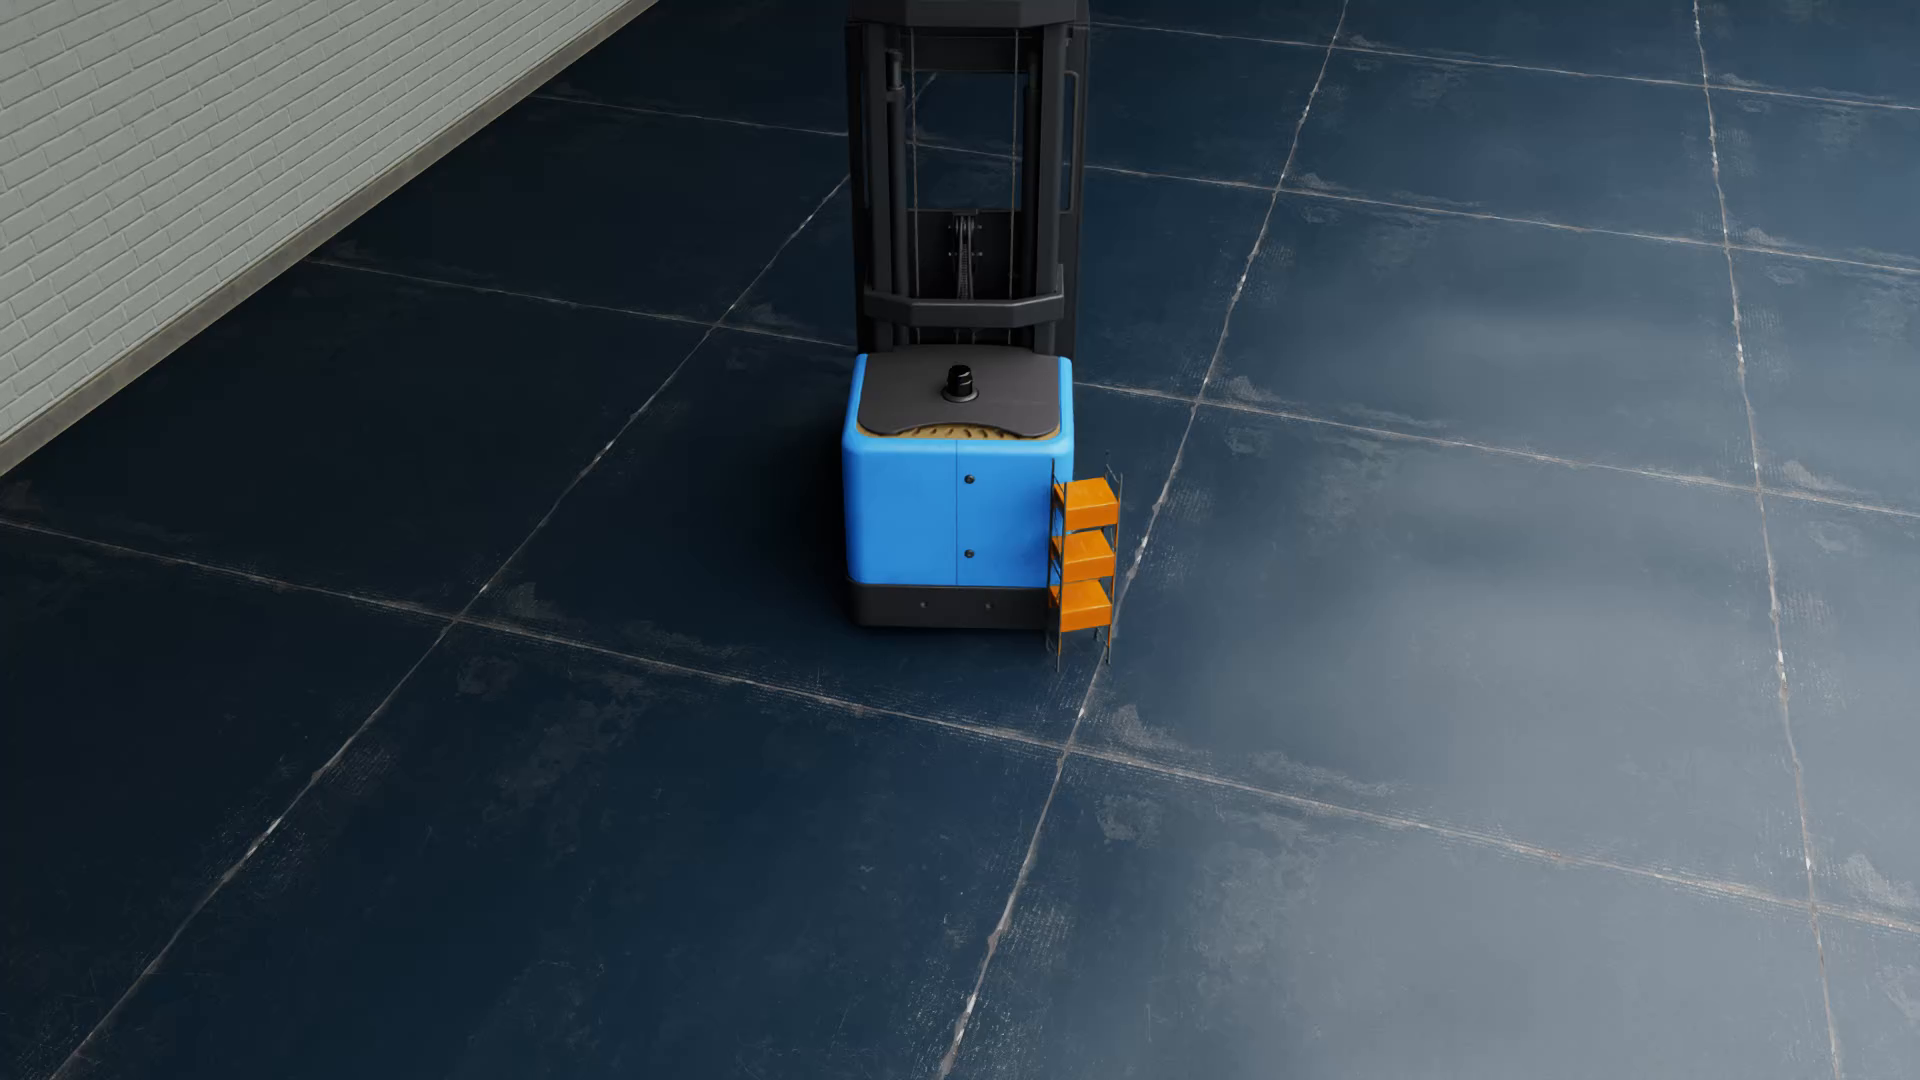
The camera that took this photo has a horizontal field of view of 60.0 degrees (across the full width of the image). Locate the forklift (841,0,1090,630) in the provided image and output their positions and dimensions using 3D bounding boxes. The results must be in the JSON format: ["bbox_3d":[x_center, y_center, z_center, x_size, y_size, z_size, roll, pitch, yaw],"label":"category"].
[{"bbox_3d":[0.042,-1.609,8.149,1.130,2.935,3.031,1,36,2],"label":"forklift"}]

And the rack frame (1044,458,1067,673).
[{"bbox_3d":[0.423,0.127,7.377,0.008,1.050,0.200,-9,37,-12],"label":"rack frame"}]

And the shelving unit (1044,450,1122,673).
[{"bbox_3d":[0.541,0.109,7.402,0.252,1.050,0.215,-9,37,-12],"label":"shelving unit"}]

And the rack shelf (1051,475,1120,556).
[{"bbox_3d":[0.541,-0.111,7.240,0.240,0.259,0.215,-9,37,-12],"label":"rack shelf"}]

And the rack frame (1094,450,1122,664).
[{"bbox_3d":[0.659,0.091,7.426,0.008,1.050,0.200,-9,37,-12],"label":"rack frame"}]

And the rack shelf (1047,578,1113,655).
[{"bbox_3d":[0.541,0.341,7.573,0.240,0.259,0.215,-9,37,-12],"label":"rack shelf"}]

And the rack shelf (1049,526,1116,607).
[{"bbox_3d":[0.541,0.117,7.408,0.240,0.259,0.215,-9,37,-12],"label":"rack shelf"}]
